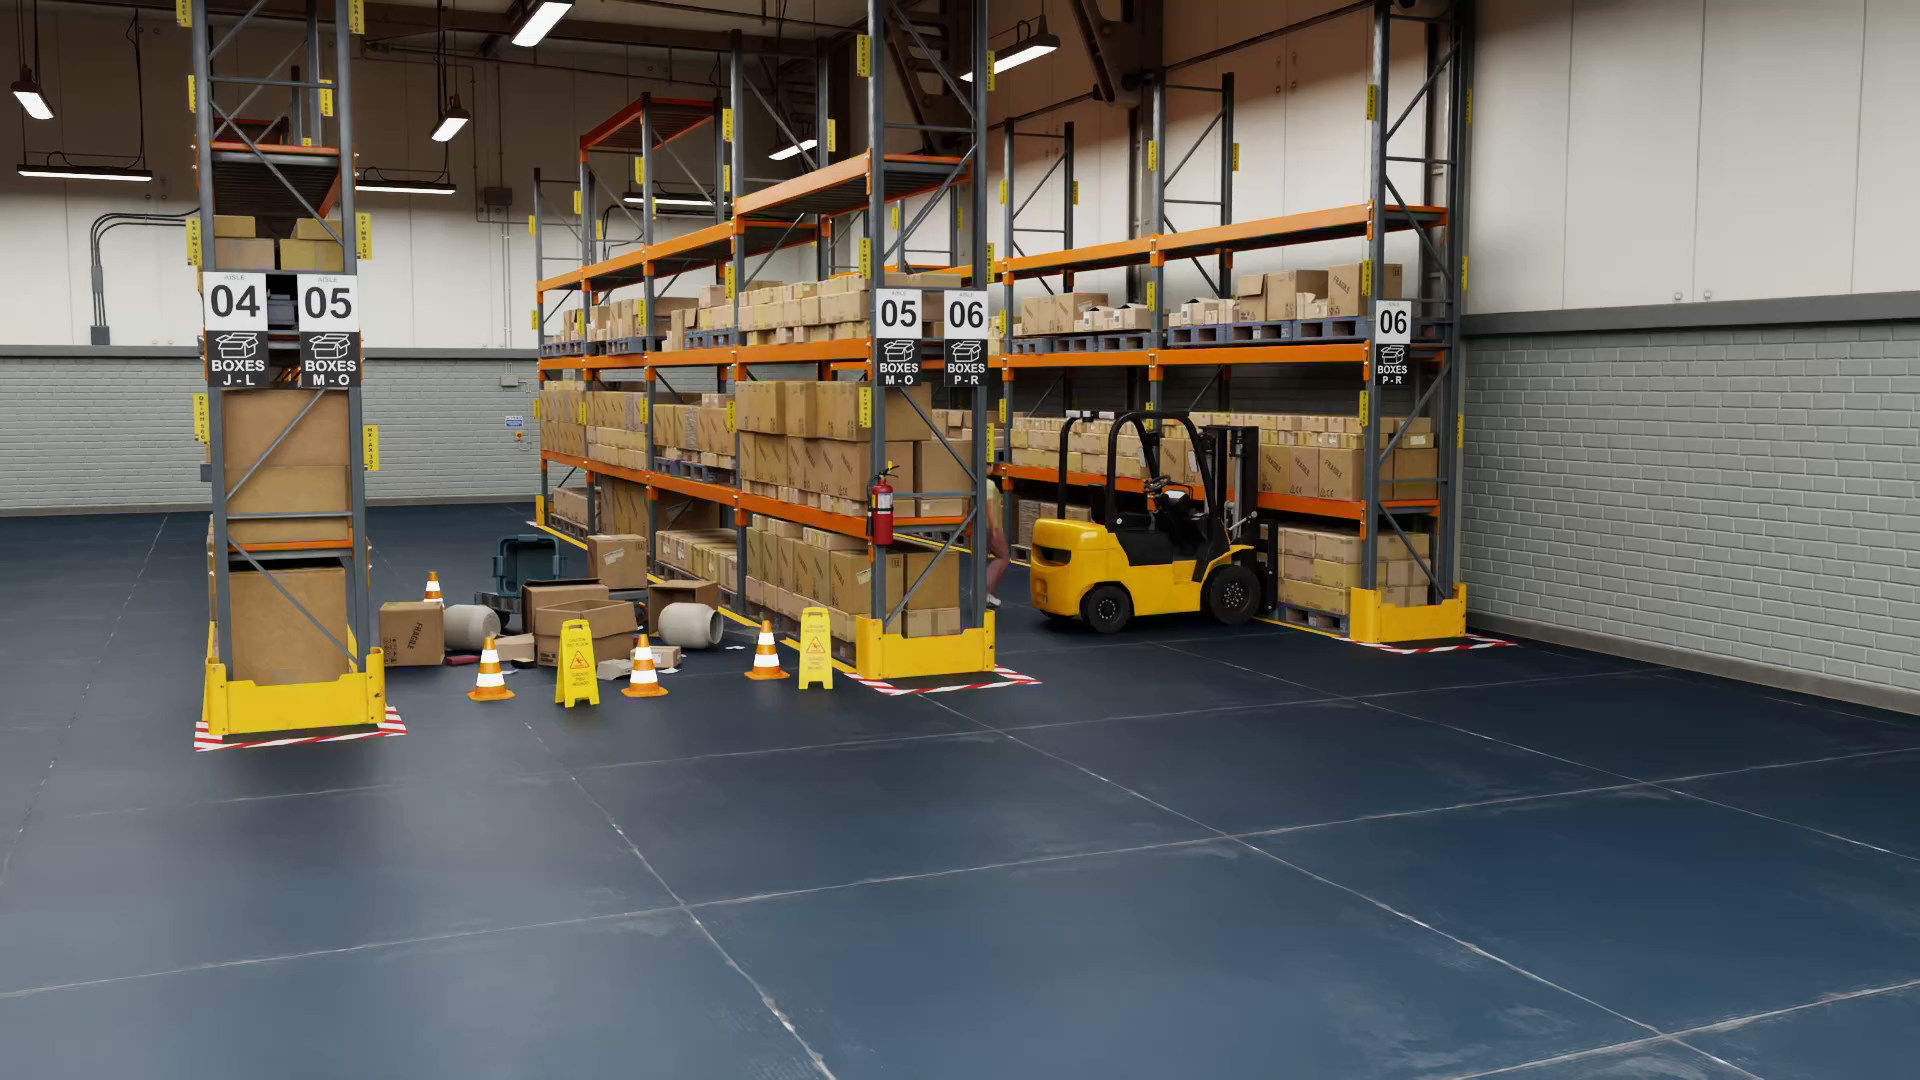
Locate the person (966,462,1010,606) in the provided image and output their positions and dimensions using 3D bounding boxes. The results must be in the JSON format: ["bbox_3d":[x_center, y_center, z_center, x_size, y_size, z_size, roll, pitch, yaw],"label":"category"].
[{"bbox_3d":[0.265,-0.108,18.005,0.452,1.675,0.474,-5,7,-41],"label":"person"}]
